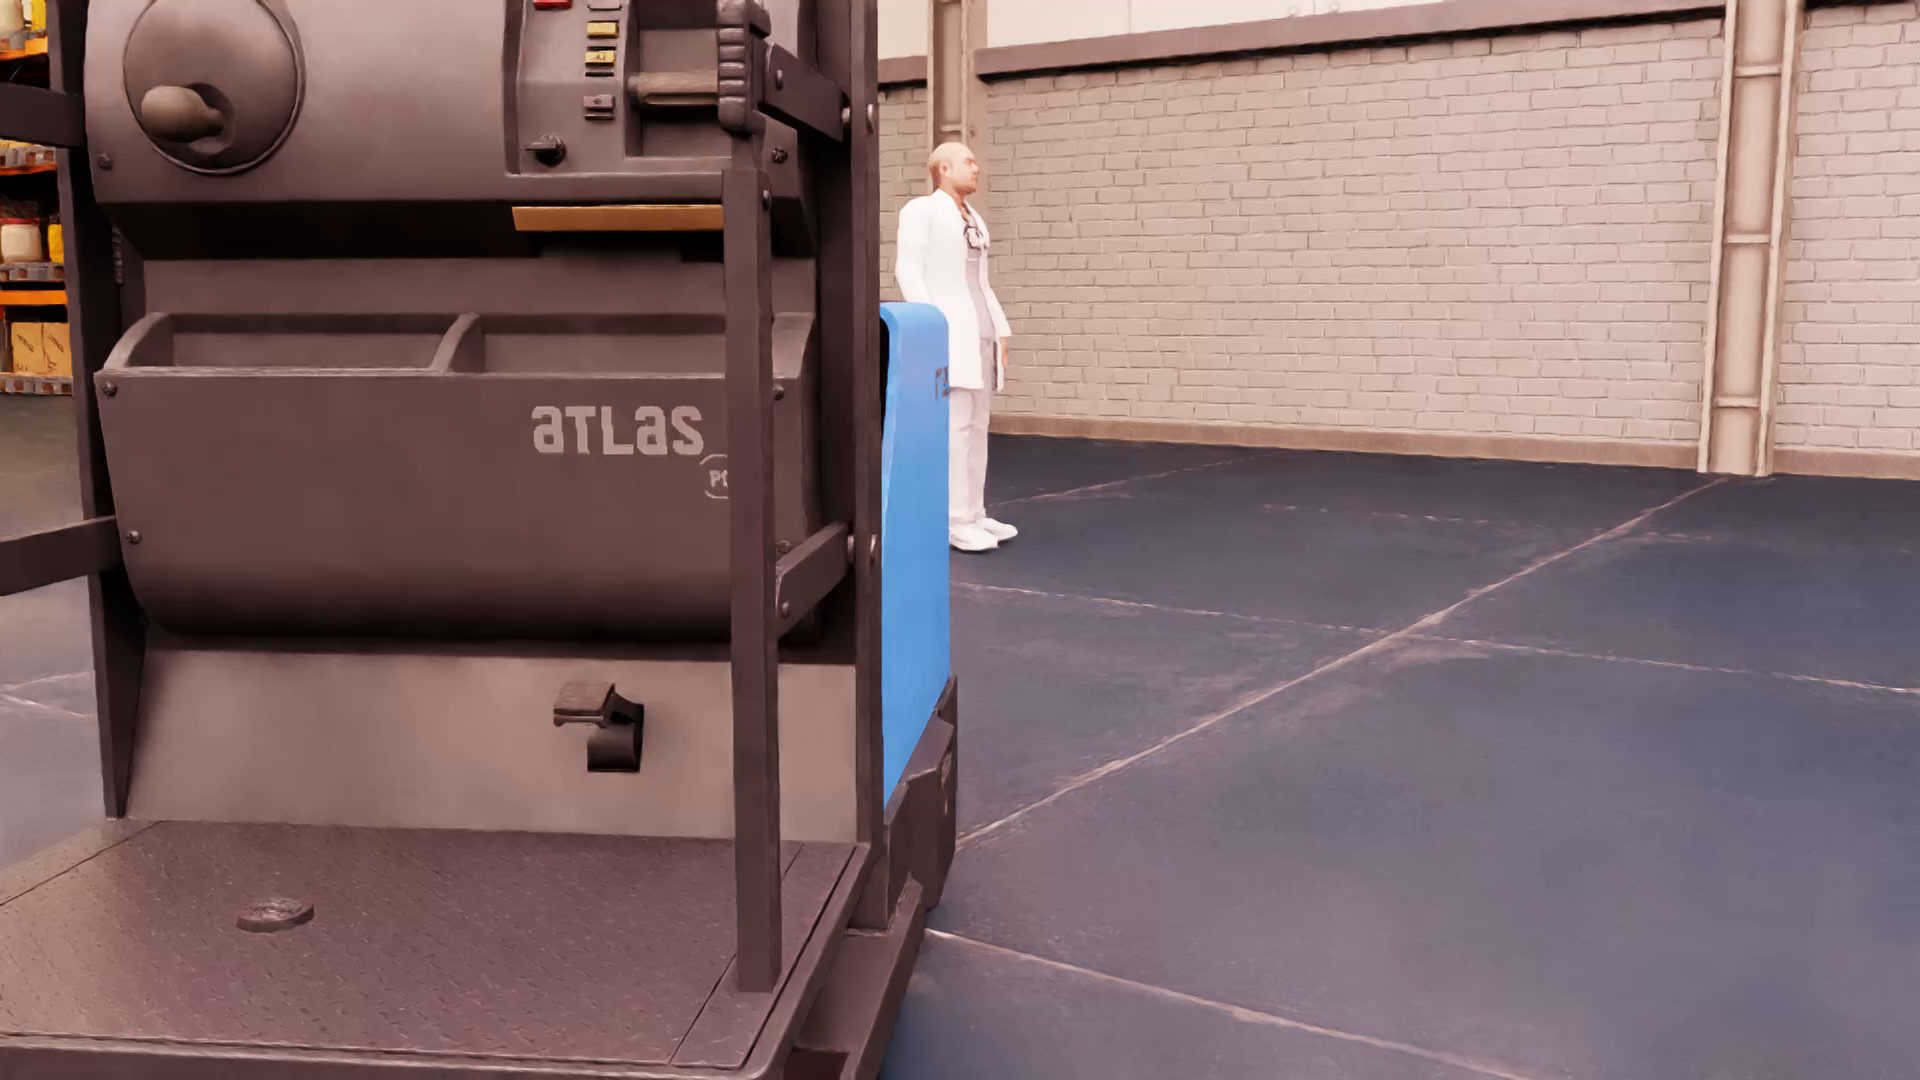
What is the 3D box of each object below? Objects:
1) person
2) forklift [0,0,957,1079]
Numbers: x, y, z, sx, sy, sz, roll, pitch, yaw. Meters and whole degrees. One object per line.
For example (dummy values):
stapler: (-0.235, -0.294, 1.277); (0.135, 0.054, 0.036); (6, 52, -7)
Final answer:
person: (0.073, -0.879, 7.423); (0.579, 1.776, 0.694); (5, 10, 34)
forklift: (-0.676, -0.671, 1.910); (1.130, 2.935, 3.031); (1, 8, 6)
